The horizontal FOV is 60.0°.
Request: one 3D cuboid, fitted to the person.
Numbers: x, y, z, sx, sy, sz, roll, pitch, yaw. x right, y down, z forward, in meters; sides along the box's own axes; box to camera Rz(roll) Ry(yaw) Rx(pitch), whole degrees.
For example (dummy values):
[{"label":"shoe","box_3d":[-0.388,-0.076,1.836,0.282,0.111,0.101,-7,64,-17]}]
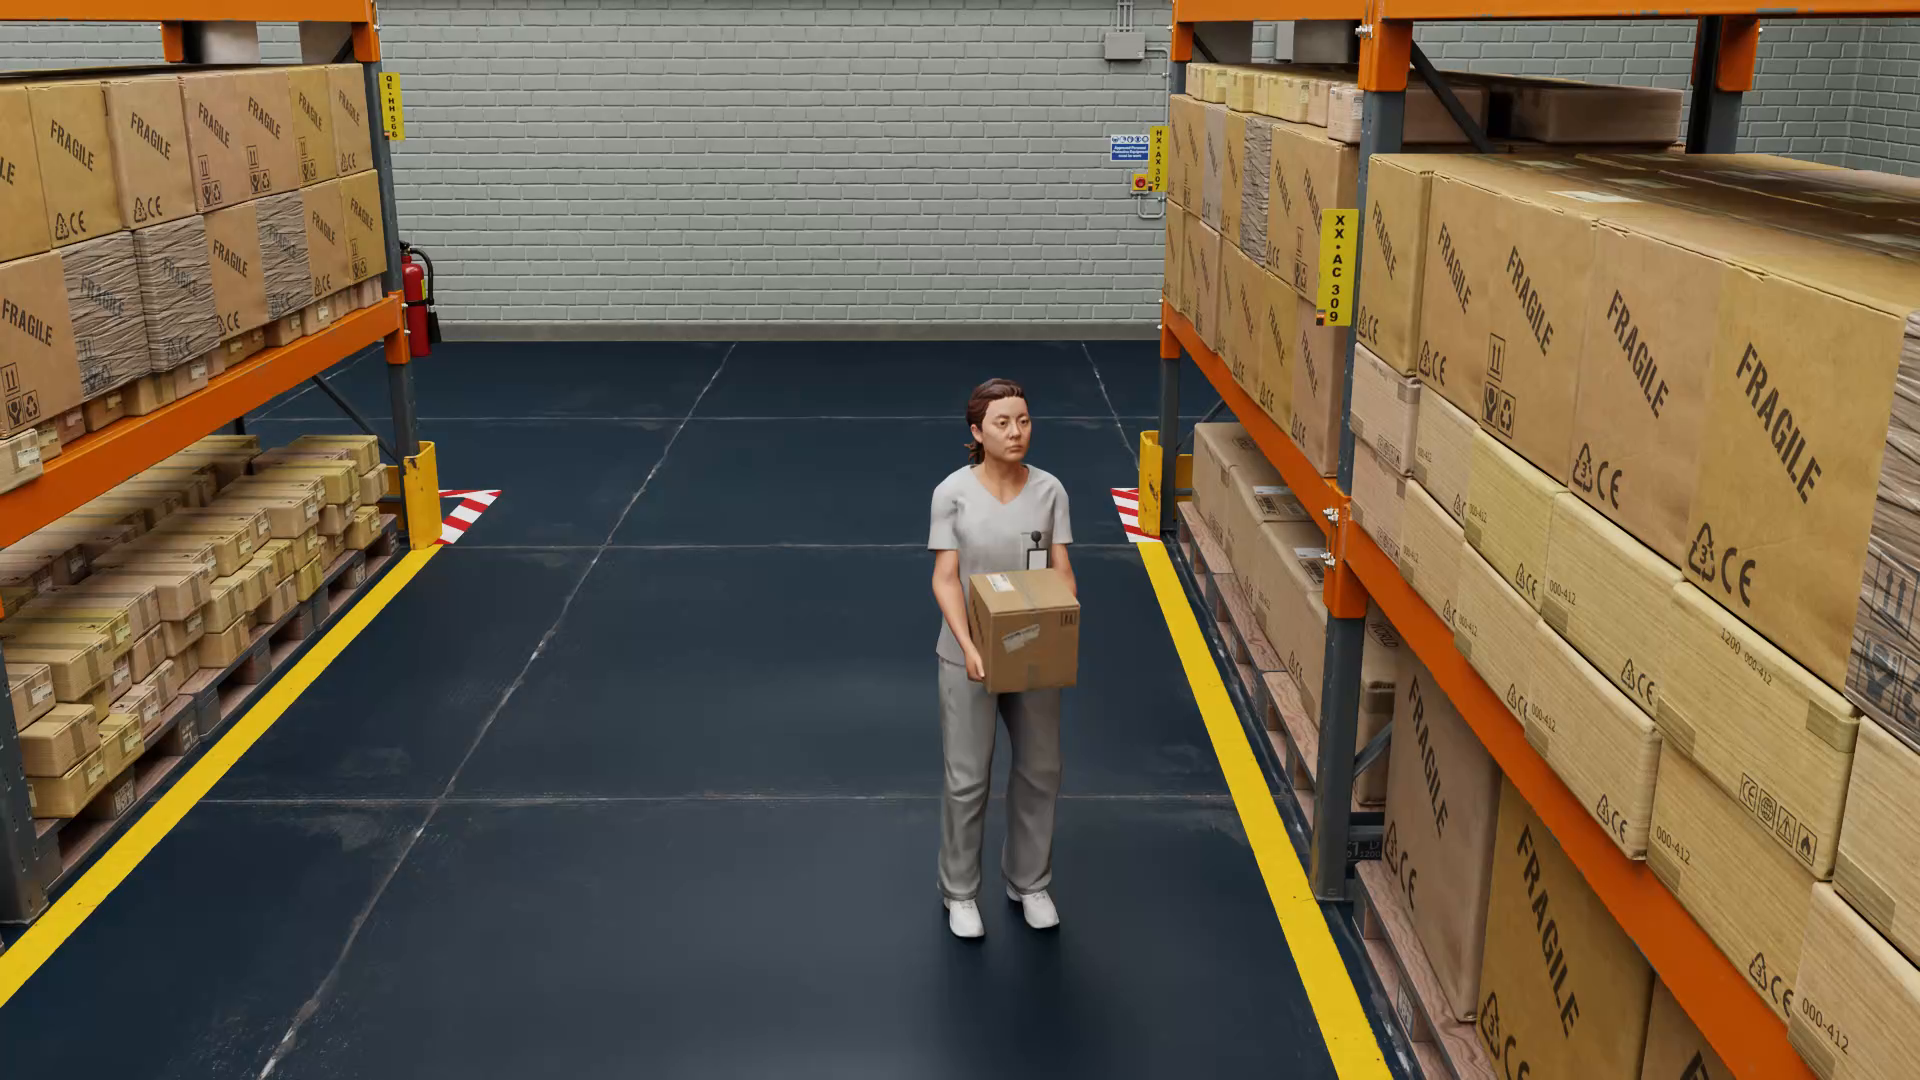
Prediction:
[{"label":"person","box_3d":[0.135,0.371,4.867,0.438,1.662,0.560,-4,18,-13]}]
